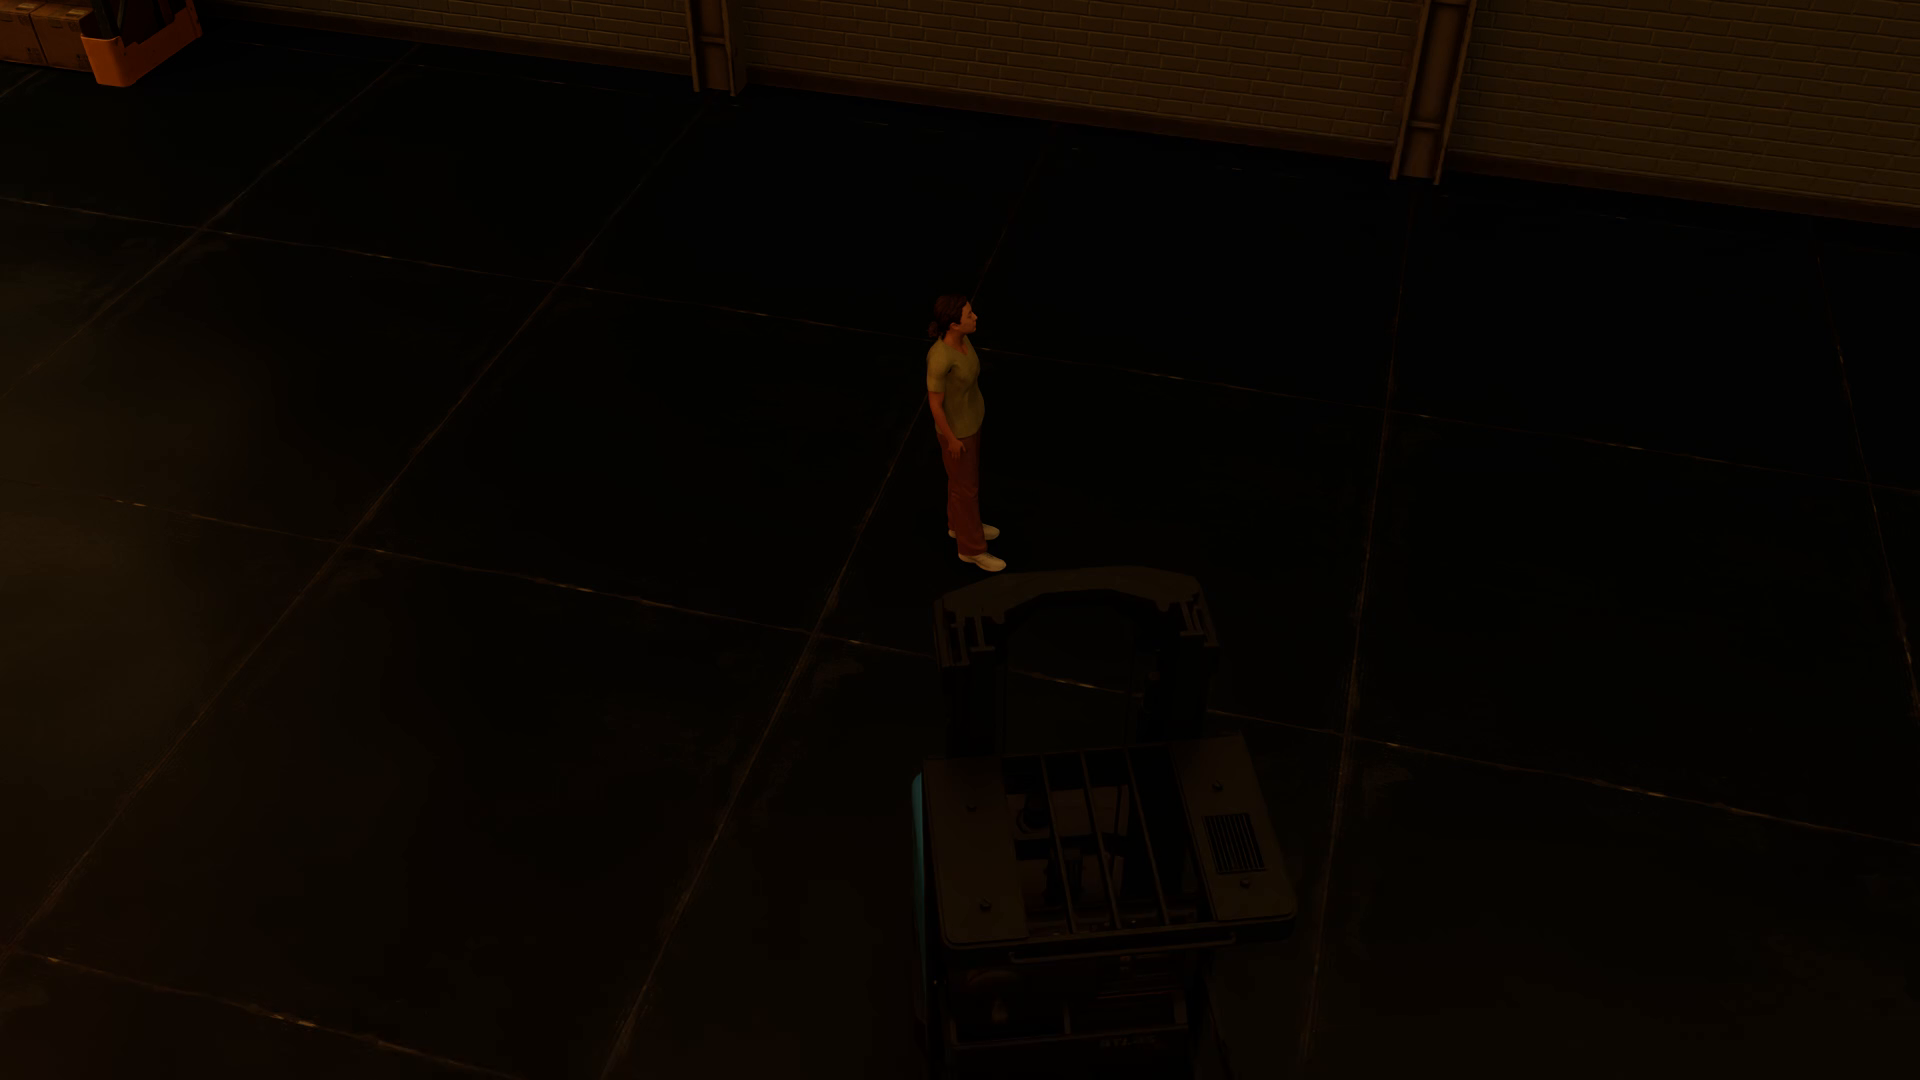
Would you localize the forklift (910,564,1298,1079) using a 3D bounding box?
[{"bbox_3d":[0.442,1.646,5.984,1.130,2.935,3.031,-4,41,-5],"label":"forklift"}]

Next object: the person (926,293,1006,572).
[{"bbox_3d":[0.069,-0.646,9.478,0.547,1.673,0.553,10,42,11],"label":"person"}]
